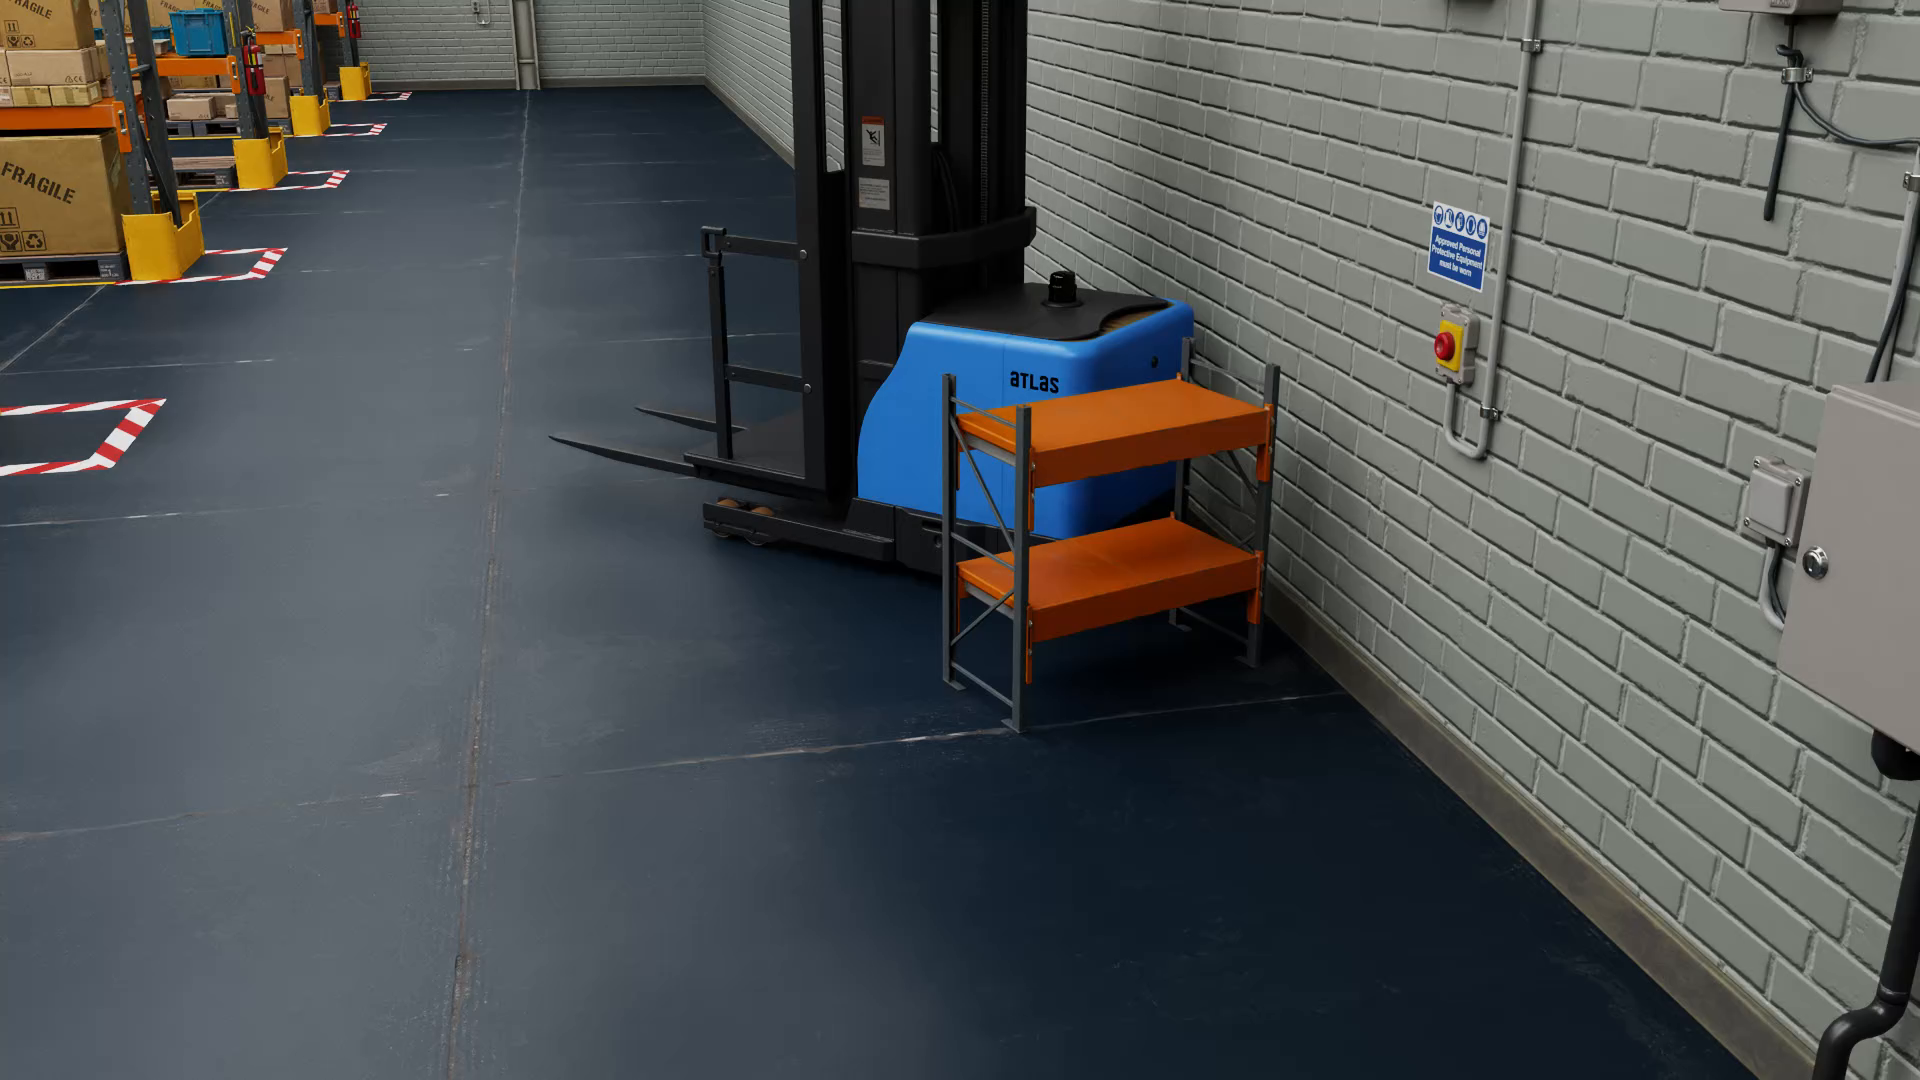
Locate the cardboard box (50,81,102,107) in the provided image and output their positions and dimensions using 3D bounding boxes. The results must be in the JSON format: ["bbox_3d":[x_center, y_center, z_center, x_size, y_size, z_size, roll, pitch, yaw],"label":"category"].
[{"bbox_3d":[-6.601,-3.334,12.421,0.250,0.149,0.380,-4,21,-11],"label":"cardboard box"}]

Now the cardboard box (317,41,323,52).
[{"bbox_3d":[-10.332,-7.881,26.548,0.250,0.149,0.380,-5,21,-12],"label":"cardboard box"}]

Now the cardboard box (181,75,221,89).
[{"bbox_3d":[-11.901,-7.375,26.111,0.500,0.500,0.700,-4,21,-11],"label":"cardboard box"}]

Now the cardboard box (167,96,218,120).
[{"bbox_3d":[-10.010,-5.632,21.686,0.500,0.250,0.500,-5,21,-12],"label":"cardboard box"}]

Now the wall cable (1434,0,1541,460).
[{"bbox_3d":[1.433,-1.219,4.760,0.123,1.953,0.585,-5,21,-12],"label":"wall cable"}]

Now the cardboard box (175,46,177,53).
[{"bbox_3d":[-12.007,-7.609,25.805,0.250,0.149,0.380,-5,21,-14],"label":"cardboard box"}]

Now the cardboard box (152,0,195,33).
[{"bbox_3d":[-9.970,-6.747,21.228,0.500,0.500,0.500,-4,21,-12],"label":"cardboard box"}]

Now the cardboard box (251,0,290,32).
[{"bbox_3d":[-8.979,-6.827,21.446,0.500,0.500,0.500,-4,20,-11],"label":"cardboard box"}]

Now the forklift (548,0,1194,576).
[{"bbox_3d":[-0.534,-1.492,7.125,3.031,2.935,1.130,12,23,30],"label":"forklift"}]

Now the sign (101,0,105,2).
[{"bbox_3d":[-6.218,-4.063,12.017,0.005,0.325,0.100,-5,21,-12],"label":"sign"}]

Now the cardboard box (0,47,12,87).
[{"bbox_3d":[-7.234,-3.493,12.274,0.500,0.250,0.500,-5,21,-13],"label":"cardboard box"}]

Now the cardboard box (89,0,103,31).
[{"bbox_3d":[-10.955,-6.667,21.008,0.500,0.500,0.500,-5,21,-13],"label":"cardboard box"}]

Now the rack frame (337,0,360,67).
[{"bbox_3d":[-9.749,-8.565,26.335,0.127,3.000,1.000,-5,21,-12],"label":"rack frame"}]

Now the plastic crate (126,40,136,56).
[{"bbox_3d":[-8.507,-5.010,16.926,0.243,0.136,0.396,-5,21,-12],"label":"plastic crate"}]

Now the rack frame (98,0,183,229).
[{"bbox_3d":[-6.330,-3.591,12.756,0.127,3.000,1.000,-5,21,-12],"label":"rack frame"}]

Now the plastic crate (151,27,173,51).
[{"bbox_3d":[-8.426,-5.237,17.406,0.300,0.233,0.416,-5,21,-12],"label":"plastic crate"}]

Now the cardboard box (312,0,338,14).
[{"bbox_3d":[-10.243,-8.662,26.164,0.700,0.700,0.980,-4,20,-10],"label":"cardboard box"}]

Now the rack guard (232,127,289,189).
[{"bbox_3d":[-7.449,-4.081,17.729,0.348,0.500,1.175,-5,21,-12],"label":"rack guard"}]

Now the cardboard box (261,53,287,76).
[{"bbox_3d":[-10.894,-7.460,26.342,0.500,0.500,0.700,-5,21,-13],"label":"cardboard box"}]

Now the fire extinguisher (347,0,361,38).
[{"bbox_3d":[-9.496,-8.211,26.023,0.183,0.674,0.296,-5,21,-12],"label":"fire extinguisher"}]

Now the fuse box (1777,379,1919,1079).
[{"bbox_3d":[1.774,0.592,3.211,0.414,1.711,0.539,-5,21,-12],"label":"fuse box"}]

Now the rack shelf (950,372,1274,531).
[{"bbox_3d":[0.516,-0.321,5.705,1.000,0.278,0.538,-12,23,-29],"label":"rack shelf"}]

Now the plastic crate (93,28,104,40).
[{"bbox_3d":[-9.067,-5.185,17.263,0.300,0.233,0.416,-5,21,-12],"label":"plastic crate"}]

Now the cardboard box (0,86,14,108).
[{"bbox_3d":[-7.099,-3.294,12.310,0.250,0.149,0.380,-5,21,-12],"label":"cardboard box"}]

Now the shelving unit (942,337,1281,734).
[{"bbox_3d":[0.516,-0.046,5.806,1.048,1.125,0.538,-12,23,-29],"label":"shelving unit"}]

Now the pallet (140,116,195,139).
[{"bbox_3d":[-10.640,-5.433,21.839,1.213,0.211,1.003,-5,21,-12],"label":"pallet"}]

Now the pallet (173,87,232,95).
[{"bbox_3d":[-11.694,-7.071,26.310,1.213,0.211,1.003,-5,21,-12],"label":"pallet"}]

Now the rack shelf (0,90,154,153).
[{"bbox_3d":[-8.276,-3.095,12.448,4.000,0.370,1.077,-5,21,-12],"label":"rack shelf"}]

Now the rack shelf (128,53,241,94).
[{"bbox_3d":[-9.416,-4.753,16.973,4.000,0.370,1.077,-5,21,-12],"label":"rack shelf"}]

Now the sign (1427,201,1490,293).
[{"bbox_3d":[1.481,-0.876,4.951,0.001,0.218,0.327,-5,21,-12],"label":"sign"}]

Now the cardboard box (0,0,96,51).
[{"bbox_3d":[-6.743,-3.886,12.256,0.500,0.500,0.500,-4,21,-12],"label":"cardboard box"}]

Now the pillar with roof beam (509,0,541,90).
[{"bbox_3d":[-6.330,-10.444,22.743,0.400,9.000,9.100,-5,21,-12],"label":"pillar with roof beam"}]

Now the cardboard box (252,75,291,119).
[{"bbox_3d":[-9.078,-5.814,21.821,0.500,0.500,0.500,-5,21,-12],"label":"cardboard box"}]

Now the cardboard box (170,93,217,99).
[{"bbox_3d":[-10.173,-5.795,22.132,0.500,0.250,0.500,-5,21,-12],"label":"cardboard box"}]

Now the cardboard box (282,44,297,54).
[{"bbox_3d":[-10.490,-7.733,26.144,0.250,0.149,0.380,-5,21,-13],"label":"cardboard box"}]

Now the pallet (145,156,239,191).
[{"bbox_3d":[-8.281,-3.887,17.619,1.213,0.211,1.003,-5,21,-12],"label":"pallet"}]

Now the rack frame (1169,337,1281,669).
[{"bbox_3d":[0.951,-0.137,6.053,0.032,1.125,0.500,-12,23,-29],"label":"rack frame"}]
